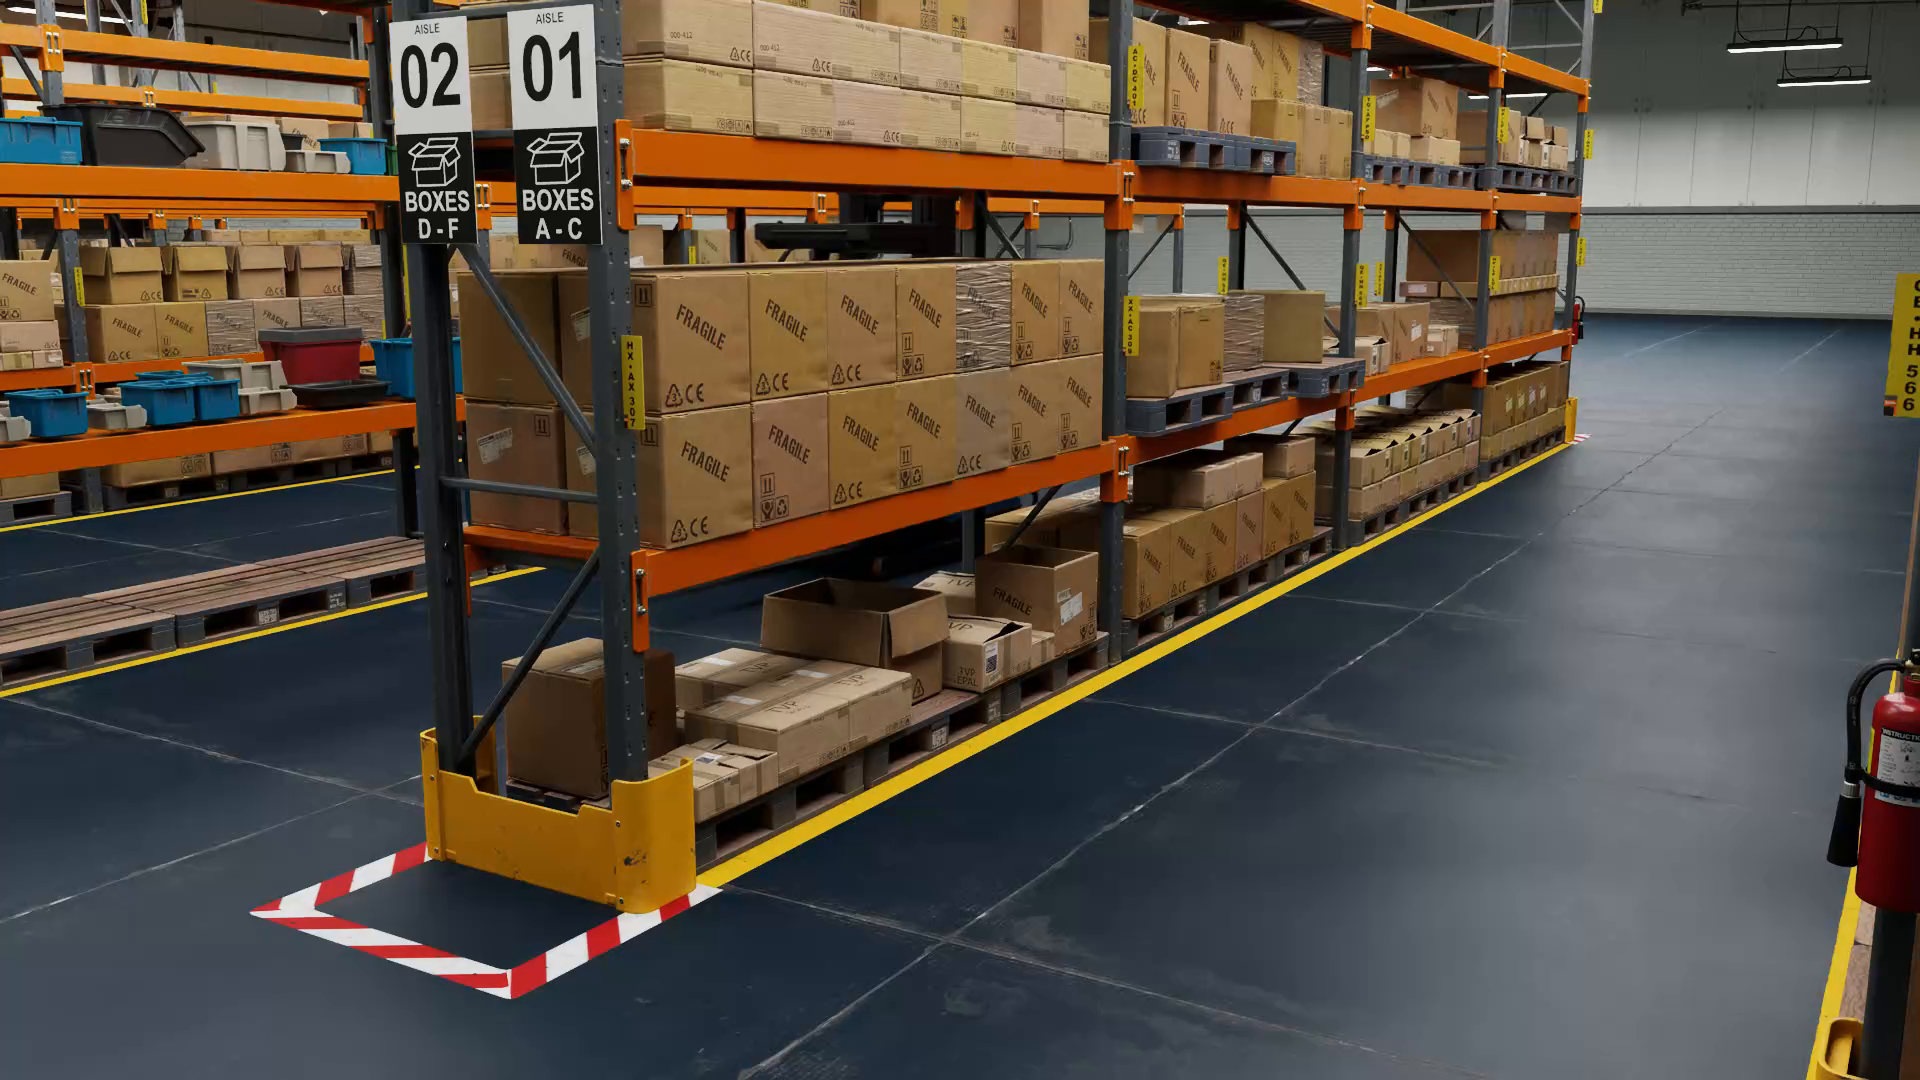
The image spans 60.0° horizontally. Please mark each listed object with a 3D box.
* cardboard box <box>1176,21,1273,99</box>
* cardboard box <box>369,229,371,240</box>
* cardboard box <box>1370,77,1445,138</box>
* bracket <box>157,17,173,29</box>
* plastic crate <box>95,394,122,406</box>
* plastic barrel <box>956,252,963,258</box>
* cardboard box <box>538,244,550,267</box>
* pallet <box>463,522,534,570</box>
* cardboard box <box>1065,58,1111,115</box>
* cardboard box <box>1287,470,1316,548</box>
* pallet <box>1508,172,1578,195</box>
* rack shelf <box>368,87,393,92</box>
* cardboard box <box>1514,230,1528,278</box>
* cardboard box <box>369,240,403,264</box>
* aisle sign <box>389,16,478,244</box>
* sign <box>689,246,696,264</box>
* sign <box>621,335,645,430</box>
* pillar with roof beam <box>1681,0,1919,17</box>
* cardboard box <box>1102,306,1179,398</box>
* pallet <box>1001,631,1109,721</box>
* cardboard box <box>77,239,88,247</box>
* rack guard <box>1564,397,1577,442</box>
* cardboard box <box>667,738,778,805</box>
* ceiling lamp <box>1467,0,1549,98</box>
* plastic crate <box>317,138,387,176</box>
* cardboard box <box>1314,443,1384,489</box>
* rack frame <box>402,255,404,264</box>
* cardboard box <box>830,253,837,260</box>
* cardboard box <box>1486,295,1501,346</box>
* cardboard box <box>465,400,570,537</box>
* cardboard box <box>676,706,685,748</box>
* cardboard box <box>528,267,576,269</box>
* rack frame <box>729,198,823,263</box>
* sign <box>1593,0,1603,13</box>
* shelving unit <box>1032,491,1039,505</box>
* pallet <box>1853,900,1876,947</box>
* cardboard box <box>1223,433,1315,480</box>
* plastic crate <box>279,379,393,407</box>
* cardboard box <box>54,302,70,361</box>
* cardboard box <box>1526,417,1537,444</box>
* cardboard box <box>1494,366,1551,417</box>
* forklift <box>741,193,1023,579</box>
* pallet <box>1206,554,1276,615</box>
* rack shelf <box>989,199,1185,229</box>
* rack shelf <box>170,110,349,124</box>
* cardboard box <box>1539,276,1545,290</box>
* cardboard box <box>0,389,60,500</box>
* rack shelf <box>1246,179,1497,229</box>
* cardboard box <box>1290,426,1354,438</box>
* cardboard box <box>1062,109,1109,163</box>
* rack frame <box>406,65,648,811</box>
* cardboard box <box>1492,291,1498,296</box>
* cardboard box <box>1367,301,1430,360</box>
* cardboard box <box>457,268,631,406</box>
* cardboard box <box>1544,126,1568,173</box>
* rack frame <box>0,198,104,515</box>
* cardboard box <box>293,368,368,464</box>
[{"bbox_3d":[1.787,-3.219,11.271,0.500,0.500,0.500,6,12,31],"label":"cardboard box"},{"bbox_3d":[-10.312,-5.170,29.036,0.700,0.500,0.500,6,12,29],"label":"cardboard box"},{"bbox_3d":[3.995,-3.852,14.871,0.500,0.500,0.500,8,13,36],"label":"cardboard box"},{"bbox_3d":[-15.090,-9.784,31.394,0.235,0.232,0.430,6,12,31],"label":"bracket"},{"bbox_3d":[-5.144,-0.832,10.216,0.298,0.136,0.250,6,12,31],"label":"plastic crate"},{"bbox_3d":[-0.066,-2.750,18.544,0.600,0.901,0.708,6,12,31],"label":"plastic barrel"},{"bbox_3d":[-6.789,-4.507,25.949,0.875,0.550,0.550,6,12,31],"label":"cardboard box"},{"bbox_3d":[-3.324,-0.024,12.923,1.003,0.211,1.213,6,12,31],"label":"pallet"},{"bbox_3d":[0.451,-2.347,8.653,0.500,0.250,0.500,6,12,31],"label":"cardboard box"},{"bbox_3d":[2.263,-0.251,12.153,0.500,0.500,0.500,7,13,33],"label":"cardboard box"},{"bbox_3d":[6.312,-4.013,18.741,1.003,0.211,1.213,6,12,31],"label":"pallet"},{"bbox_3d":[-4.878,-5.093,19.158,1.077,0.370,4.000,6,12,31],"label":"rack shelf"},{"bbox_3d":[5.631,-3.056,17.741,0.700,0.500,0.500,6,12,31],"label":"cardboard box"},{"bbox_3d":[-8.279,-3.960,23.382,0.700,0.500,0.500,6,12,30],"label":"cardboard box"},{"bbox_3d":[-1.903,-1.471,6.008,0.394,0.787,0.004,6,12,31],"label":"aisle sign"},{"bbox_3d":[-3.364,-3.525,20.901,0.100,0.325,0.005,6,12,31],"label":"sign"},{"bbox_3d":[-1.142,-0.548,5.792,0.100,0.325,0.005,6,12,31],"label":"sign"},{"bbox_3d":[23.209,-10.103,42.882,9.100,9.000,0.548,6,12,31],"label":"pillar with roof beam"},{"bbox_3d":[0.908,-1.112,9.745,0.700,0.500,0.500,2,11,12],"label":"cardboard box"},{"bbox_3d":[0.114,0.675,9.189,1.003,0.211,1.213,6,12,31],"label":"pallet"},{"bbox_3d":[-13.332,-4.455,25.030,0.380,0.149,0.250,7,13,34],"label":"cardboard box"},{"bbox_3d":[6.714,-1.466,19.840,1.175,0.500,0.348,6,12,31],"label":"rack guard"},{"bbox_3d":[-0.965,0.930,6.755,0.380,0.166,0.250,6,12,31],"label":"cardboard box"},{"bbox_3d":[14.369,-13.129,43.179,2.000,3.185,0.800,6,12,31],"label":"ceiling lamp"},{"bbox_3d":[-3.960,-2.496,10.851,0.416,0.233,0.300,6,12,31],"label":"plastic crate"},{"bbox_3d":[3.071,-0.617,13.322,0.500,0.311,0.500,7,13,33],"label":"cardboard box"},{"bbox_3d":[-8.027,-3.498,23.904,1.000,3.000,0.127,6,12,31],"label":"rack frame"},{"bbox_3d":[-2.092,-4.135,23.508,0.500,0.500,0.500,6,12,31],"label":"cardboard box"},{"bbox_3d":[5.118,-2.265,17.042,0.700,0.500,0.500,6,12,30],"label":"cardboard box"},{"bbox_3d":[-1.606,-0.320,6.654,0.500,0.500,0.500,7,13,32],"label":"cardboard box"},{"bbox_3d":[-1.246,0.838,7.245,0.380,0.166,0.250,6,12,31],"label":"cardboard box"},{"bbox_3d":[-4.661,-2.984,19.736,0.797,0.503,0.637,8,13,36],"label":"cardboard box"},{"bbox_3d":[-1.684,-1.906,15.400,1.000,3.000,0.127,6,12,31],"label":"rack frame"},{"bbox_3d":[7.158,-6.083,18.655,0.100,0.325,0.005,6,12,31],"label":"sign"},{"bbox_3d":[0.337,-1.108,13.578,0.431,2.100,0.503,8,13,36],"label":"shelving unit"},{"bbox_3d":[3.613,1.345,5.613,1.003,0.211,1.213,6,12,31],"label":"pallet"},{"bbox_3d":[2.237,-0.610,12.034,0.500,0.250,0.500,7,13,33],"label":"cardboard box"},{"bbox_3d":[-4.112,-0.970,10.982,0.437,0.125,0.590,6,12,31],"label":"plastic crate"},{"bbox_3d":[-7.984,-1.899,15.090,0.500,0.500,0.500,6,12,31],"label":"cardboard box"},{"bbox_3d":[5.907,-1.196,17.936,0.500,0.250,0.500,6,12,31],"label":"cardboard box"},{"bbox_3d":[6.171,-1.643,18.285,0.500,0.500,0.500,6,12,31],"label":"cardboard box"},{"bbox_3d":[-0.780,-1.261,12.138,1.130,2.935,3.031,8,13,36],"label":"forklift"},{"bbox_3d":[1.494,0.243,11.497,1.003,0.211,1.213,6,12,31],"label":"pallet"},{"bbox_3d":[1.432,-3.971,20.230,1.077,0.370,4.000,6,12,31],"label":"rack shelf"},{"bbox_3d":[-11.271,-6.863,27.539,1.077,0.370,4.000,6,12,31],"label":"rack shelf"},{"bbox_3d":[6.266,-2.859,18.457,0.380,0.149,0.250,7,12,31],"label":"cardboard box"},{"bbox_3d":[-8.404,-0.816,14.210,0.875,0.875,0.875,6,12,31],"label":"cardboard box"},{"bbox_3d":[3.586,-2.868,14.339,1.077,0.370,4.000,6,12,31],"label":"rack shelf"},{"bbox_3d":[3.138,-0.830,14.460,0.500,0.311,0.500,6,12,30],"label":"cardboard box"},{"bbox_3d":[0.446,-2.102,8.702,0.500,0.250,0.500,6,12,31],"label":"cardboard box"},{"bbox_3d":[-1.605,-0.174,6.148,1.000,3.000,0.127,6,12,31],"label":"rack frame"},{"bbox_3d":[5.193,-2.534,16.716,0.380,0.149,0.250,6,12,29],"label":"cardboard box"},{"bbox_3d":[3.939,-1.909,15.141,0.500,0.500,0.500,7,13,35],"label":"cardboard box"},{"bbox_3d":[-1.609,-0.811,6.561,0.500,0.500,0.500,6,12,30],"label":"cardboard box"},{"bbox_3d":[6.399,-4.401,18.772,0.797,0.503,0.637,7,13,35],"label":"cardboard box"},{"bbox_3d":[-7.993,-1.750,14.567,1.000,3.000,0.127,6,12,31],"label":"rack frame"},{"bbox_3d":[-6.762,-1.296,16.770,1.225,0.875,0.875,6,12,31],"label":"cardboard box"}]
